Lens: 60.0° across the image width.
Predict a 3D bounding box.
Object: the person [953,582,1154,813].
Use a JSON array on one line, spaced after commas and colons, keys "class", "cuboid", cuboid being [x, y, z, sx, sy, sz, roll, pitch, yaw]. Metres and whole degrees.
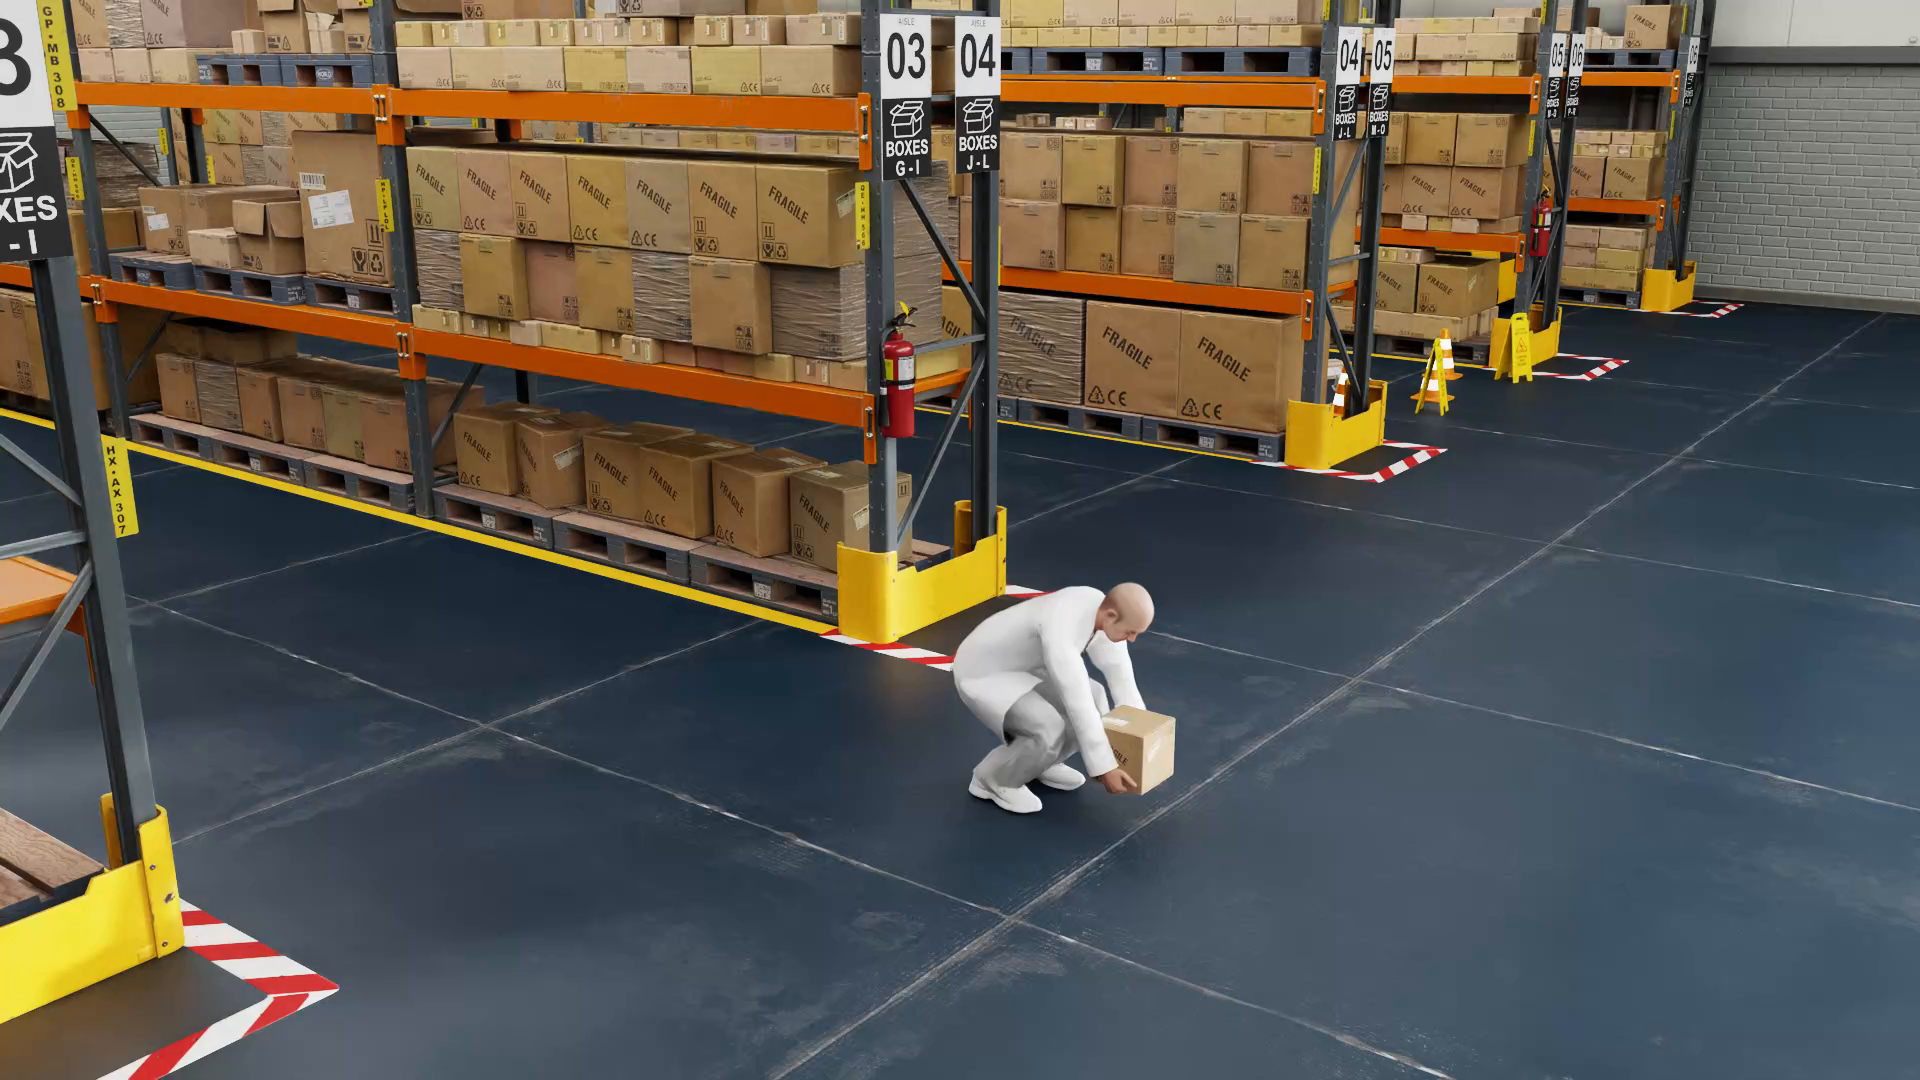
[{"class": "person", "cuboid": [0.399, 0.616, 6.838, 0.932, 1.006, 0.579, 11, 20, 34]}]
